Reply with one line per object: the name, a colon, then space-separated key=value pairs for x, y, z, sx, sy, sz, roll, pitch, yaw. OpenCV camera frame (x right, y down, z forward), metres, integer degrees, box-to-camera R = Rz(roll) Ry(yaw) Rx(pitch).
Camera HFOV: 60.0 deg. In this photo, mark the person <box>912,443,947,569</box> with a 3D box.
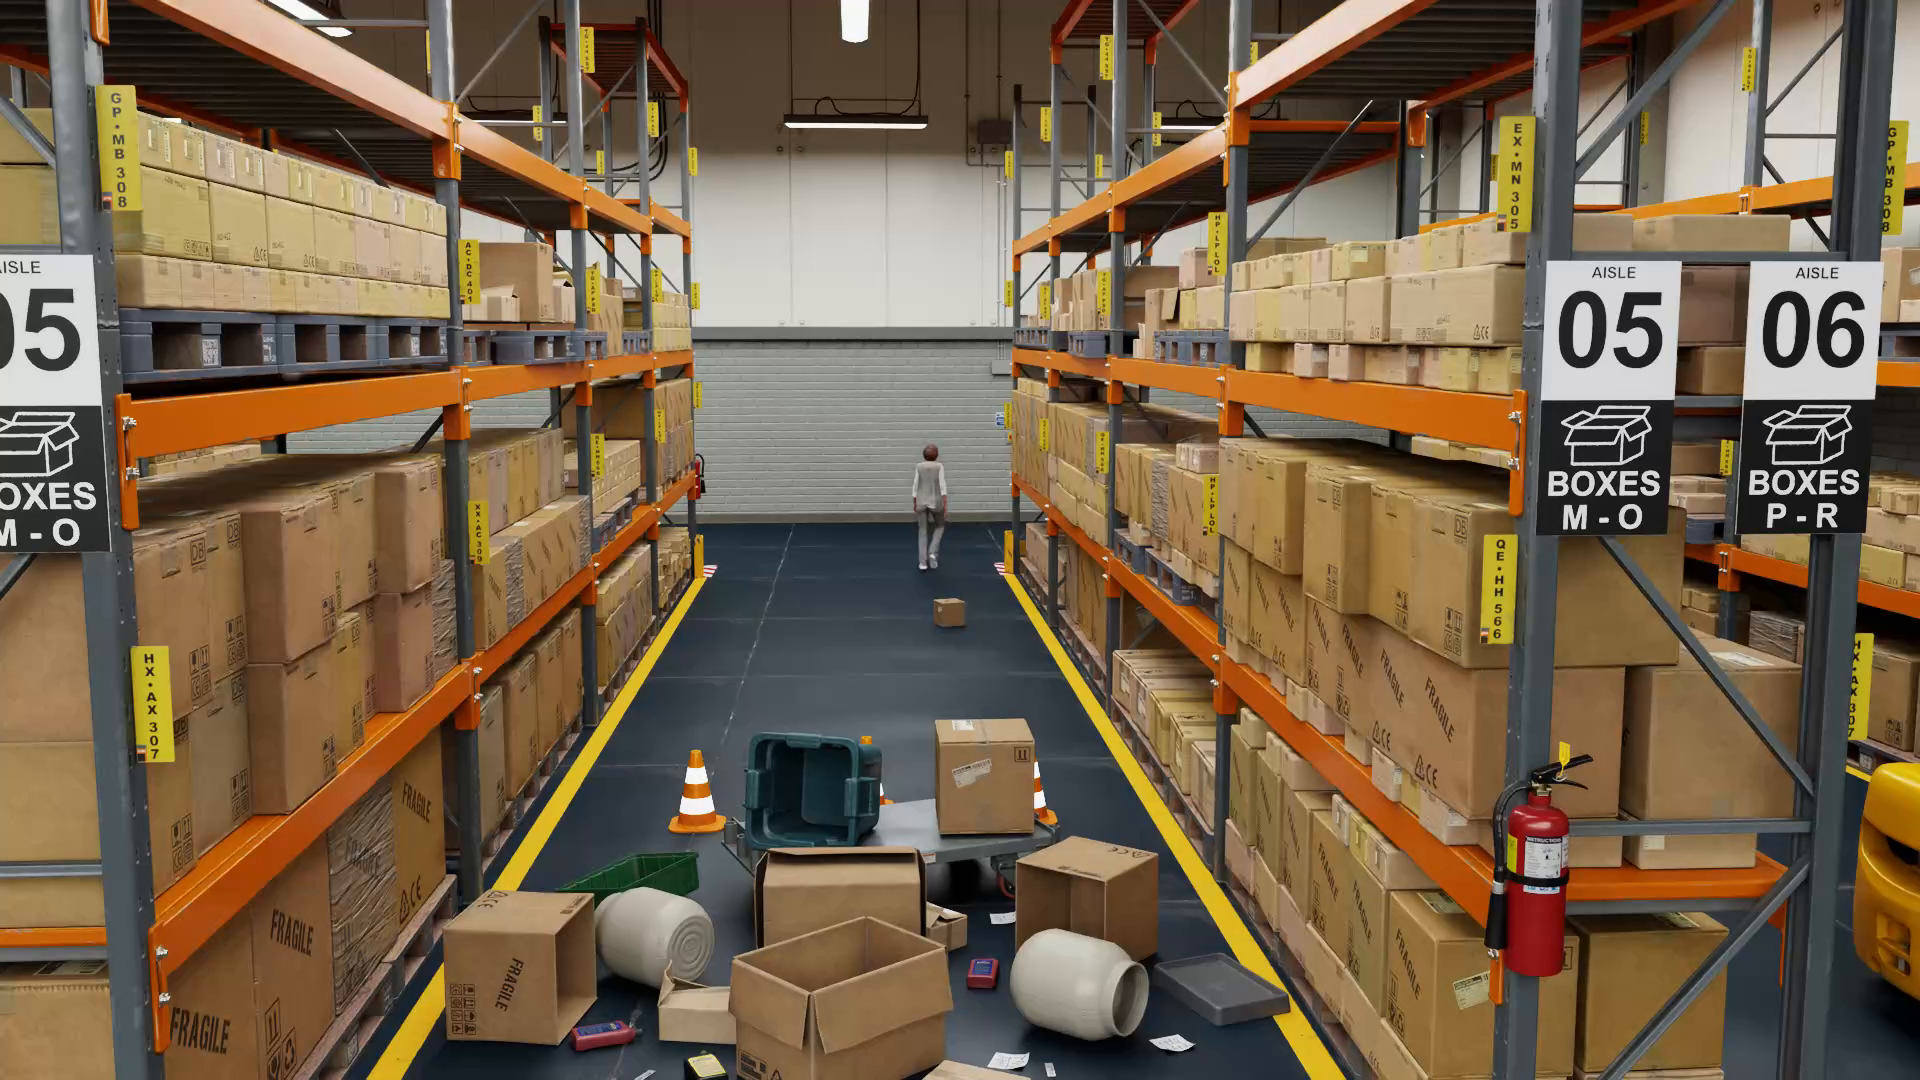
person: x=-0.378 y=-0.417 z=21.047 sx=0.459 sy=1.612 sz=0.508 roll=1 pitch=7 yaw=7
